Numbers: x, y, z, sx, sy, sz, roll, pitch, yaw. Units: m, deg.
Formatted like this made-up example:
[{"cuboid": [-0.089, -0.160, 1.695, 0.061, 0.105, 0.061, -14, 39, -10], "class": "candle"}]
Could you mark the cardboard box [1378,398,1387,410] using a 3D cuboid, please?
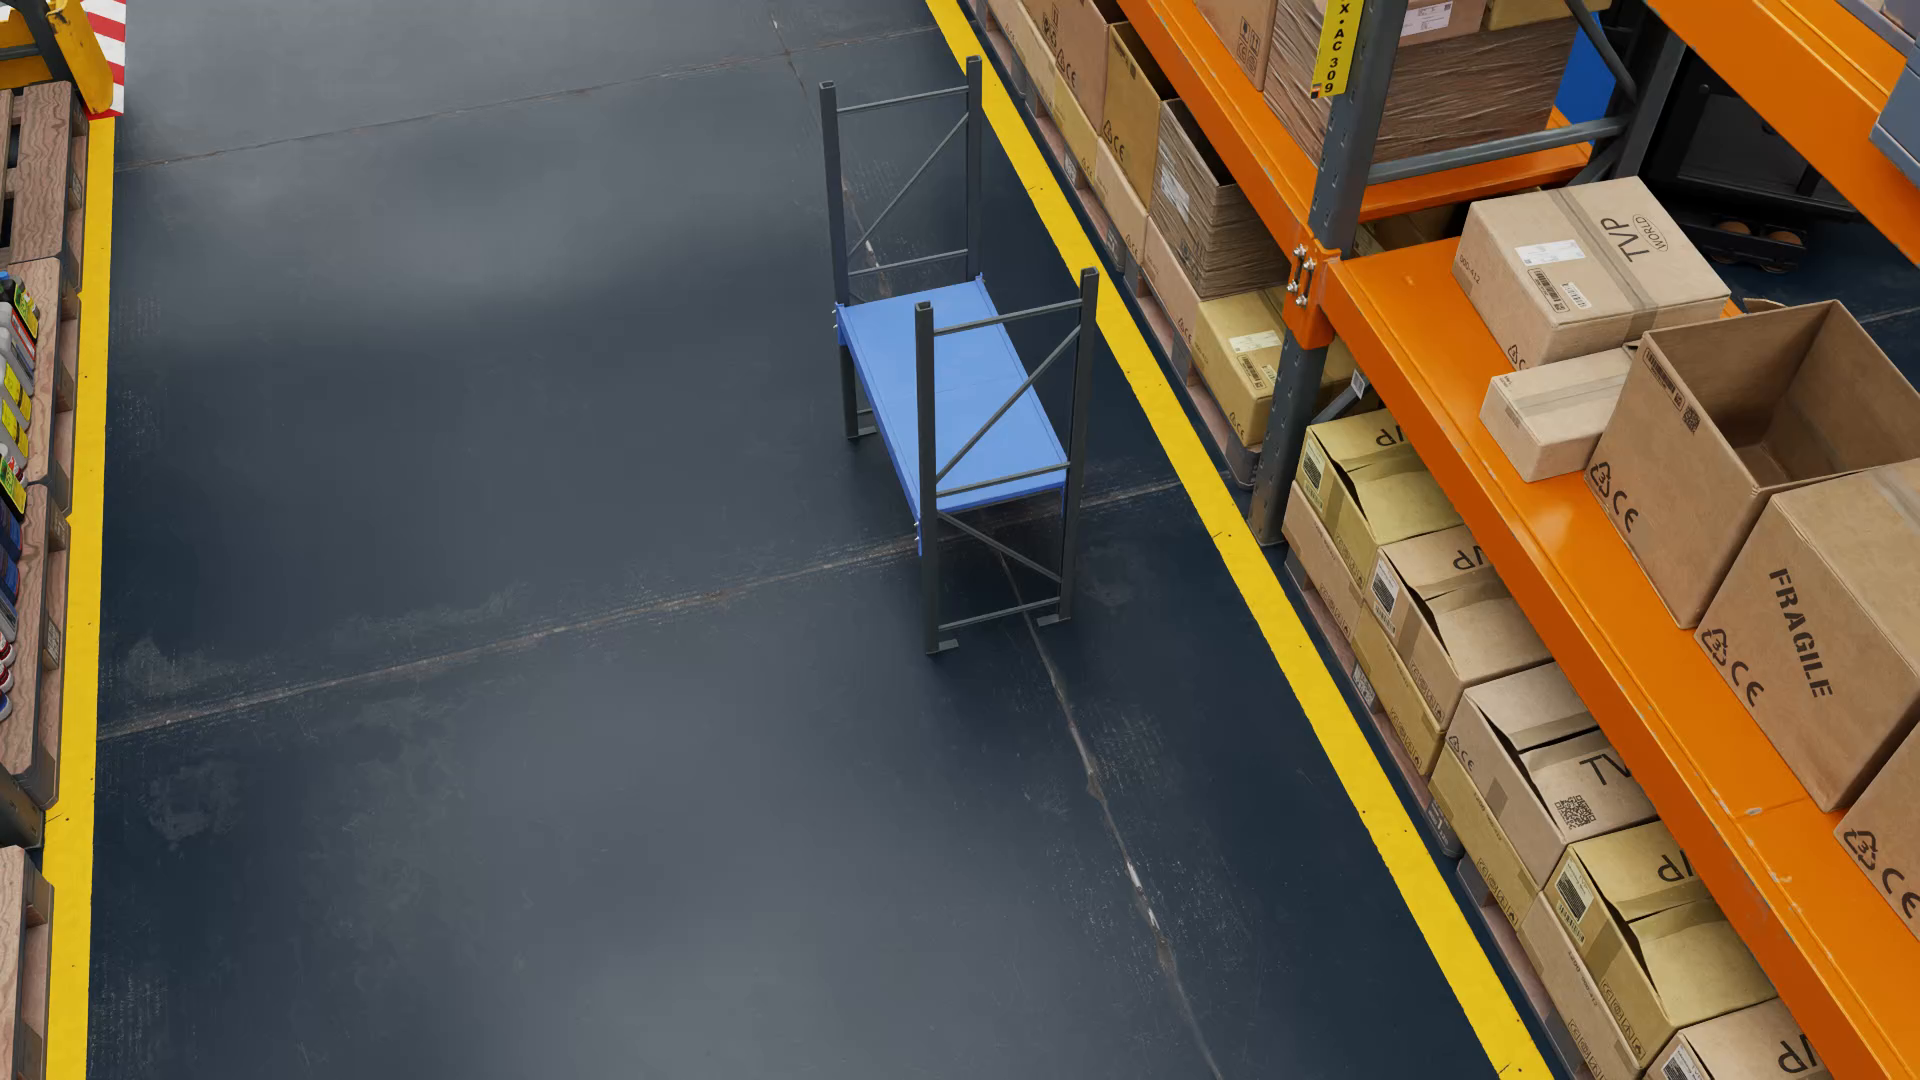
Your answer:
[{"cuboid": [1.646, -0.750, 5.944, 0.500, 0.250, 0.500, -13, 51, -11], "class": "cardboard box"}]

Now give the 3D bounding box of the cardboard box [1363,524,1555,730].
[{"cuboid": [1.521, 0.201, 4.775, 0.500, 0.311, 0.500, -14, 51, -11], "class": "cardboard box"}]

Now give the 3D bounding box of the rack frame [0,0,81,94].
[{"cuboid": [-4.423, -2.898, 6.231, 1.000, 3.000, 0.127, -13, 51, -11], "class": "rack frame"}]

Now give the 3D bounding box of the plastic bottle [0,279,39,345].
[{"cuboid": [-3.409, -0.841, 5.986, 0.061, 0.283, 0.133, -12, 51, -10], "class": "plastic bottle"}]

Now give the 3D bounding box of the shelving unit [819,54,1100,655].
[{"cuboid": [-0.025, -0.546, 5.229, 0.538, 1.500, 1.048, -13, 51, -11], "class": "shelving unit"}]

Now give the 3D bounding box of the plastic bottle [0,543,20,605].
[{"cuboid": [-3.082, 0.052, 5.189, 0.144, 0.351, 0.185, -12, 51, -10], "class": "plastic bottle"}]

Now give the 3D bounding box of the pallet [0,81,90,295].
[{"cuboid": [-4.120, -1.360, 6.758, 1.003, 0.211, 1.213, -13, 51, -11], "class": "pallet"}]

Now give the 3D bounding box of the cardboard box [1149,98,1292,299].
[{"cuboid": [1.011, -1.242, 5.868, 0.500, 0.500, 0.500, -13, 51, -11], "class": "cardboard box"}]

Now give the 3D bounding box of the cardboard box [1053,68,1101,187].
[{"cuboid": [0.698, -1.726, 6.767, 0.500, 0.250, 0.500, -13, 51, -11], "class": "cardboard box"}]

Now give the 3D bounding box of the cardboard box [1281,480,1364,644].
[{"cuboid": [1.376, 0.008, 5.305, 0.500, 0.250, 0.500, -14, 51, -12], "class": "cardboard box"}]

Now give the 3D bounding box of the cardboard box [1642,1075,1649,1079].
[{"cuboid": [1.986, 1.506, 4.042, 0.500, 0.250, 0.500, -12, 51, -10], "class": "cardboard box"}]

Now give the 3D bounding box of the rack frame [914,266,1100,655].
[{"cuboid": [0.125, -0.174, 4.916, 0.500, 1.500, 0.032, -13, 51, -11], "class": "rack frame"}]

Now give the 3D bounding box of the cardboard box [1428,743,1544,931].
[{"cuboid": [1.682, 0.759, 4.672, 0.500, 0.250, 0.500, -15, 51, -12], "class": "cardboard box"}]

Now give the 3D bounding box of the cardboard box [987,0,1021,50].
[{"cuboid": [0.408, -2.458, 7.384, 0.500, 0.250, 0.500, -13, 51, -11], "class": "cardboard box"}]

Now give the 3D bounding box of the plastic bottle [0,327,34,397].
[{"cuboid": [-3.371, -0.628, 5.811, 0.152, 0.276, 0.135, -15, 51, -12], "class": "plastic bottle"}]

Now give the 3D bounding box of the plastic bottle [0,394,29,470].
[{"cuboid": [-3.263, -0.396, 5.567, 0.144, 0.351, 0.185, -14, 51, -11], "class": "plastic bottle"}]

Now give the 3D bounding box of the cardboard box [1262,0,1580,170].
[{"cuboid": [1.356, -1.449, 4.944, 0.700, 0.500, 0.500, -15, 51, -12], "class": "cardboard box"}]

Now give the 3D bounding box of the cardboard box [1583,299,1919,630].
[{"cuboid": [1.861, -0.177, 3.872, 0.500, 0.500, 0.500, -10, 51, -8], "class": "cardboard box"}]

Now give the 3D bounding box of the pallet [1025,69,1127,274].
[{"cuboid": [0.934, -1.678, 7.026, 1.003, 0.211, 1.213, -13, 51, -11], "class": "pallet"}]

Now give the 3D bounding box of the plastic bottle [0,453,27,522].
[{"cuboid": [-3.147, -0.194, 5.441, 0.061, 0.283, 0.133, -11, 51, -9], "class": "plastic bottle"}]

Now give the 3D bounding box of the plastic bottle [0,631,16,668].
[{"cuboid": [-2.975, 0.303, 5.075, 0.097, 0.201, 0.097, 0, 50, 0], "class": "plastic bottle"}]

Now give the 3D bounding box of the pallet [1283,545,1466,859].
[{"cuboid": [1.748, 0.334, 5.330, 1.003, 0.211, 1.213, -13, 51, -11], "class": "pallet"}]

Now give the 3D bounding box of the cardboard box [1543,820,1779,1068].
[{"cuboid": [1.833, 0.957, 4.138, 0.500, 0.311, 0.500, -12, 51, -10], "class": "cardboard box"}]

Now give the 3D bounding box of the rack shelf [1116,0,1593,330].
[{"cuboid": [0.902, -2.323, 6.217, 1.077, 0.370, 4.000, -13, 51, -11], "class": "rack shelf"}]

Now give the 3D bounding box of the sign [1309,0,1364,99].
[{"cuboid": [0.964, -1.272, 4.242, 0.100, 0.325, 0.005, -13, 51, -11], "class": "sign"}]

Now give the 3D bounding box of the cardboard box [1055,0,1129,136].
[{"cuboid": [0.698, -1.968, 6.480, 0.500, 0.500, 0.500, -13, 51, -11], "class": "cardboard box"}]

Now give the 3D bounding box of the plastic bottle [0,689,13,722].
[{"cuboid": [-2.915, 0.429, 4.923, 0.097, 0.271, 0.097, 0, 50, 0], "class": "plastic bottle"}]

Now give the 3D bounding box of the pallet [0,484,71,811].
[{"cuboid": [-3.398, 0.422, 5.256, 1.003, 0.211, 1.213, -13, 51, -11], "class": "pallet"}]

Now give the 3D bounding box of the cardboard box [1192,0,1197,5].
[{"cuboid": [1.049, -2.200, 5.577, 0.700, 0.500, 0.500, -13, 51, -10], "class": "cardboard box"}]

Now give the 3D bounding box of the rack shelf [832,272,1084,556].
[{"cuboid": [-0.025, -0.430, 5.367, 0.538, 0.185, 1.000, -13, 51, -11], "class": "rack shelf"}]

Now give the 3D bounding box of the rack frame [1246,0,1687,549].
[{"cuboid": [1.493, -1.094, 4.710, 1.000, 3.000, 0.127, -13, 51, -11], "class": "rack frame"}]

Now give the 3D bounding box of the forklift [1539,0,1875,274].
[{"cuboid": [3.157, -2.469, 5.914, 3.031, 2.935, 1.130, 15, 51, 12], "class": "forklift"}]

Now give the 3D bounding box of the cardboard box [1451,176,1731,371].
[{"cuboid": [1.681, -0.696, 4.473, 0.500, 0.250, 0.500, -10, 51, -9], "class": "cardboard box"}]

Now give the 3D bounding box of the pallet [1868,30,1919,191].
[{"cuboid": [2.057, -0.370, 2.261, 1.003, 0.211, 1.213, -11, 51, -9], "class": "pallet"}]

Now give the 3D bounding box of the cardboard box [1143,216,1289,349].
[{"cuboid": [1.009, -1.000, 6.155, 0.500, 0.250, 0.500, -13, 51, -11], "class": "cardboard box"}]

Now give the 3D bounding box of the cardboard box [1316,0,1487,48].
[{"cuboid": [1.208, -1.485, 4.551, 0.380, 0.149, 0.250, -13, 51, -11], "class": "cardboard box"}]

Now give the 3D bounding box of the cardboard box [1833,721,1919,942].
[{"cuboid": [2.164, 0.574, 3.239, 0.500, 0.500, 0.500, -16, 52, -13], "class": "cardboard box"}]
